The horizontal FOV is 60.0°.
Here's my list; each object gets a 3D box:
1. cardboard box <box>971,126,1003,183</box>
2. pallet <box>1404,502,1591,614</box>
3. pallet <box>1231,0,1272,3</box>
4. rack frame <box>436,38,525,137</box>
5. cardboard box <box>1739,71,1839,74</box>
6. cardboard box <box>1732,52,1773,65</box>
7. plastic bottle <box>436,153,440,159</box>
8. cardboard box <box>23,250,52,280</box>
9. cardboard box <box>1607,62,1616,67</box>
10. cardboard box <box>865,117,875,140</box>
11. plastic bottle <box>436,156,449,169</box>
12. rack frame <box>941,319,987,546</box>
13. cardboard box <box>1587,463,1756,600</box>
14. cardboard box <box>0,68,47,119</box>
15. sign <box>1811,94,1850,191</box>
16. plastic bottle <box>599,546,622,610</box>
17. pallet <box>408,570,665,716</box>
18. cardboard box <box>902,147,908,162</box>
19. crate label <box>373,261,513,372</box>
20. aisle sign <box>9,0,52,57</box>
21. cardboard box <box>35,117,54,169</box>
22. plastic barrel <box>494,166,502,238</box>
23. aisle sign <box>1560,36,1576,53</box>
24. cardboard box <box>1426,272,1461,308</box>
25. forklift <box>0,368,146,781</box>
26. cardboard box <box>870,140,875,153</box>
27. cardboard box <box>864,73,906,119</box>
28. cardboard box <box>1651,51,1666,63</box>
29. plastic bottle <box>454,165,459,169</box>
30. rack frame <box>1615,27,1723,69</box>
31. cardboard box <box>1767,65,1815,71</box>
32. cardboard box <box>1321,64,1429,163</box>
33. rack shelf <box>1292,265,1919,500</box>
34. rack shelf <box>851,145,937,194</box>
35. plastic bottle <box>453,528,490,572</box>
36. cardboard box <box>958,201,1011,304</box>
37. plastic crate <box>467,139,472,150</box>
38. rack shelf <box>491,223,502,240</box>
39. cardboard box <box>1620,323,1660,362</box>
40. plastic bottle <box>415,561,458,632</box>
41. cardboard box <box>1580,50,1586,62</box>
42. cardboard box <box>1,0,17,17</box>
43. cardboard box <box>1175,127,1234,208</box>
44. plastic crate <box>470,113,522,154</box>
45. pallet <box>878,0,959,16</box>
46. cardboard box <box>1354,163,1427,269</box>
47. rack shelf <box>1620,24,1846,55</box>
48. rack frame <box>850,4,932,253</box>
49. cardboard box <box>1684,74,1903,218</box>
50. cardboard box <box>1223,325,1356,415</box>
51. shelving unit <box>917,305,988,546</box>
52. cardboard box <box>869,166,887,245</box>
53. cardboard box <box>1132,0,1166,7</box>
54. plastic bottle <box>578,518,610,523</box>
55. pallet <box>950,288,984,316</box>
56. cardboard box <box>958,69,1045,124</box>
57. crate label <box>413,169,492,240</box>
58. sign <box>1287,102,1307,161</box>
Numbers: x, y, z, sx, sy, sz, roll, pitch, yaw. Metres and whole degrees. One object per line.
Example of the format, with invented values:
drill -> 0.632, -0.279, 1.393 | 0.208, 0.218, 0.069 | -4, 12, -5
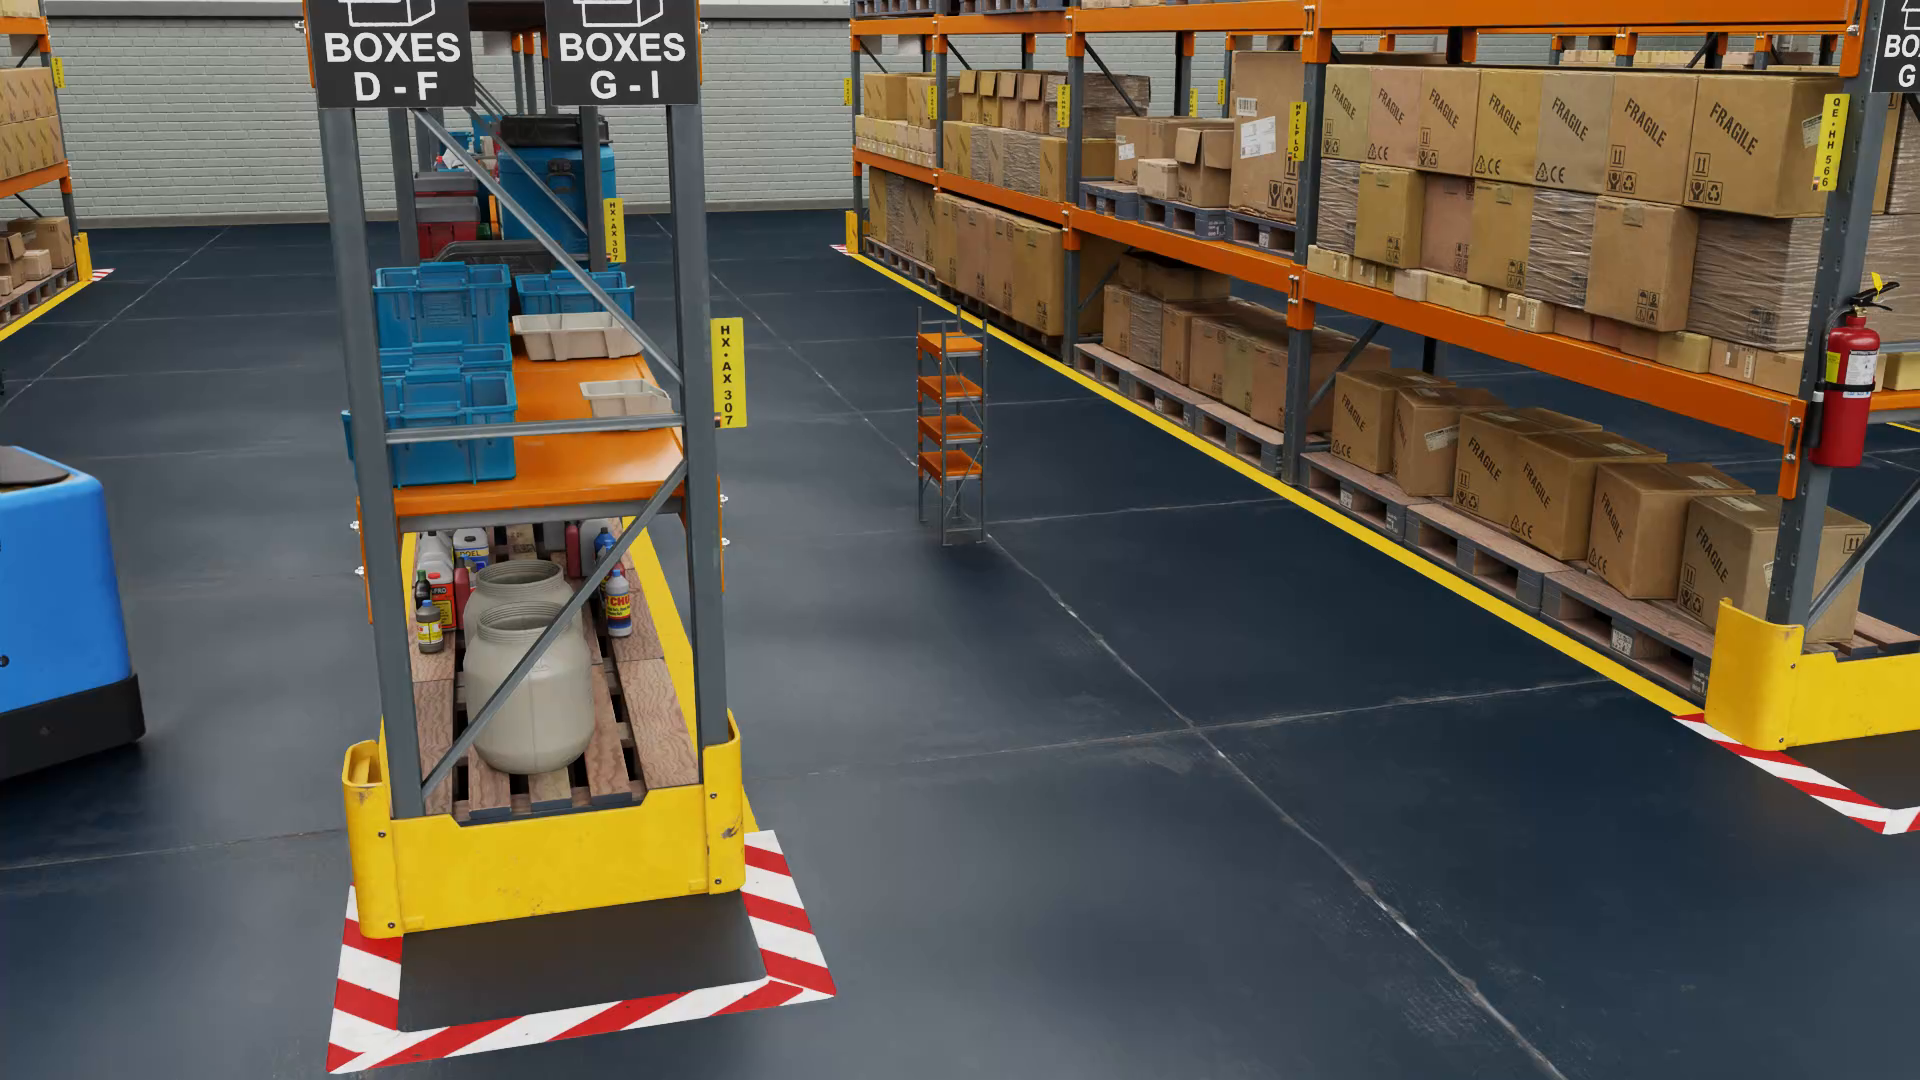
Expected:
cardboard box -> 0.414, -3.649, 15.712 | 0.500, 0.500, 0.500 | -5, 17, -17
pallet -> 3.007, 0.044, 8.439 | 1.003, 0.211, 1.213 | -5, 17, -15
pallet -> 2.383, -3.339, 9.965 | 1.213, 0.211, 1.003 | -5, 17, -15
rack frame -> -5.610, -4.740, 19.519 | 1.000, 3.000, 0.127 | -5, 17, -15
cardboard box -> 3.530, -1.688, 6.929 | 0.500, 0.500, 0.500 | -5, 17, -15
cardboard box -> 9.389, -5.706, 19.696 | 0.380, 0.149, 0.250 | -5, 17, -16
plastic bottle -> -4.784, -3.406, 15.280 | 0.061, 0.283, 0.133 | -5, 17, -15
cardboard box -> -9.755, -2.848, 17.233 | 0.500, 0.250, 0.500 | -5, 17, -15
cardboard box -> 8.836, -6.003, 21.810 | 0.500, 0.500, 0.500 | -5, 17, -16
cardboard box -> -0.826, -4.905, 19.812 | 0.500, 0.250, 0.500 | -5, 17, -16
plastic bottle -> -4.338, -3.034, 13.923 | 0.144, 0.351, 0.185 | -5, 17, -15
rack frame -> 0.022, -0.553, 8.707 | 0.240, 1.200, 0.015 | -5, 17, -15
cardboard box -> 3.197, -0.047, 7.509 | 0.500, 0.500, 0.500 | 0, 17, -1
cardboard box -> -9.847, -4.636, 17.258 | 0.500, 0.500, 0.500 | -4, 17, -14
sign -> 3.010, -1.374, 5.750 | 0.100, 0.325, 0.005 | -5, 17, -15
plastic bottle -> -1.506, 0.160, 7.182 | 0.097, 0.271, 0.097 | 0, 17, 0
pallet -> -1.829, 0.442, 7.115 | 1.003, 0.211, 1.213 | -5, 17, -15
cardboard box -> -0.431, -4.248, 18.318 | 0.380, 0.149, 0.250 | -4, 17, -14
crate label -> -1.979, -0.819, 6.404 | 0.502, 0.435, 0.616 | -5, 17, -15
aisle sign -> -10.098, -5.638, 17.988 | 0.394, 0.787, 0.004 | -5, 17, -15
cardboard box -> -9.843, -4.152, 17.387 | 0.500, 0.500, 0.500 | -5, 17, -15
plastic barrel -> -2.685, -2.091, 10.462 | 0.433, 0.535, 0.433 | 0, 17, 0
aisle sign -> 8.382, -7.158, 23.047 | 0.394, 0.787, 0.004 | -5, 17, -15
cardboard box -> 2.587, -1.265, 8.387 | 0.380, 0.149, 0.250 | -5, 17, -15
forklift -> -4.506, -0.778, 6.448 | 3.031, 2.935, 1.130 | 14, 22, 40
cardboard box -> -0.852, -4.674, 19.734 | 0.380, 0.149, 0.250 | -5, 17, -16
cardboard box -> -0.838, -5.269, 19.720 | 0.500, 0.500, 0.500 | -5, 17, -17
cardboard box -> 9.017, -6.132, 21.112 | 0.380, 0.149, 0.250 | -5, 17, -15
plastic bottle -> -4.234, -3.017, 14.006 | 0.097, 0.271, 0.097 | 0, 17, 0
rack frame -> 6.148, -3.283, 14.668 | 1.000, 3.000, 0.127 | -5, 17, -15
cardboard box -> 9.624, -5.191, 19.109 | 0.500, 0.500, 0.500 | -4, 17, -15
cardboard box -> 2.329, -2.337, 9.090 | 0.500, 0.500, 0.500 | -5, 17, -15
rack shelf -> 3.000, -0.915, 8.034 | 1.077, 0.370, 4.000 | -5, 17, -15
rack shelf -> -0.298, -4.234, 19.085 | 1.077, 0.370, 4.000 | -5, 17, -15
plastic bottle -> -2.185, 0.080, 7.442 | 0.152, 0.276, 0.135 | -5, 17, -15
cardboard box -> 0.693, -2.787, 15.978 | 1.225, 0.875, 0.875 | -5, 18, -17
plastic crate -> -5.414, -4.147, 17.732 | 0.416, 0.233, 0.300 | -5, 17, -15
rack shelf -> -2.862, -1.630, 10.414 | 1.077, 0.370, 4.000 | -5, 17, -15
cardboard box -> 3.032, -0.853, 7.015 | 0.380, 0.149, 0.250 | -5, 17, -15
plastic bottle -> -2.182, 0.234, 6.929 | 0.152, 0.276, 0.135 | -5, 17, -15
cardboard box -> 8.653, -6.566, 22.557 | 0.380, 0.149, 0.250 | -4, 17, -14
cardboard box -> -9.702, -5.317, 16.485 | 0.500, 0.250, 0.500 | -5, 17, -15
cardboard box -> 1.885, -2.535, 11.269 | 0.797, 0.503, 0.637 | -3, 17, -10
plastic crate -> -5.338, -4.708, 19.246 | 0.616, 0.435, 0.499 | -5, 17, -15
pallet -> -0.295, -5.984, 18.598 | 1.003, 0.211, 1.213 | -5, 17, -15
cardboard box -> 2.618, -1.733, 8.815 | 0.875, 0.500, 0.500 | -5, 17, -15
rack shelf -> 6.697, -3.822, 12.499 | 1.077, 0.370, 4.000 | -5, 17, -15
rack frame -> -0.848, -5.132, 20.823 | 1.000, 3.000, 0.127 | -5, 17, -15
cardboard box -> 3.161, -1.508, 6.330 | 0.500, 0.500, 0.500 | -5, 17, -15
cardboard box -> 2.189, -1.131, 11.084 | 0.700, 0.500, 0.500 | -5, 17, -16
shelving unit -> -0.045, -0.620, 8.932 | 0.258, 1.200, 0.503 | -5, 17, -15
cardboard box -> -0.595, -4.145, 20.500 | 0.875, 0.875, 0.875 | -5, 17, -15
cardboard box -> 1.526, -3.850, 11.603 | 0.500, 0.250, 0.500 | -4, 17, -14
plastic bottle -> -1.717, -0.065, 7.796 | 0.144, 0.351, 0.185 | -5, 17, -16
pallet -> 0.536, -2.483, 16.850 | 1.003, 0.211, 1.213 | -5, 17, -15
cardboard box -> 0.435, -4.378, 16.395 | 0.797, 0.503, 0.637 | -5, 17, -17
crate label -> -3.398, -2.248, 11.161 | 0.502, 0.435, 0.616 | -5, 17, -15
sign -> 1.917, -2.322, 9.457 | 0.100, 0.325, 0.005 | -5, 17, -15
